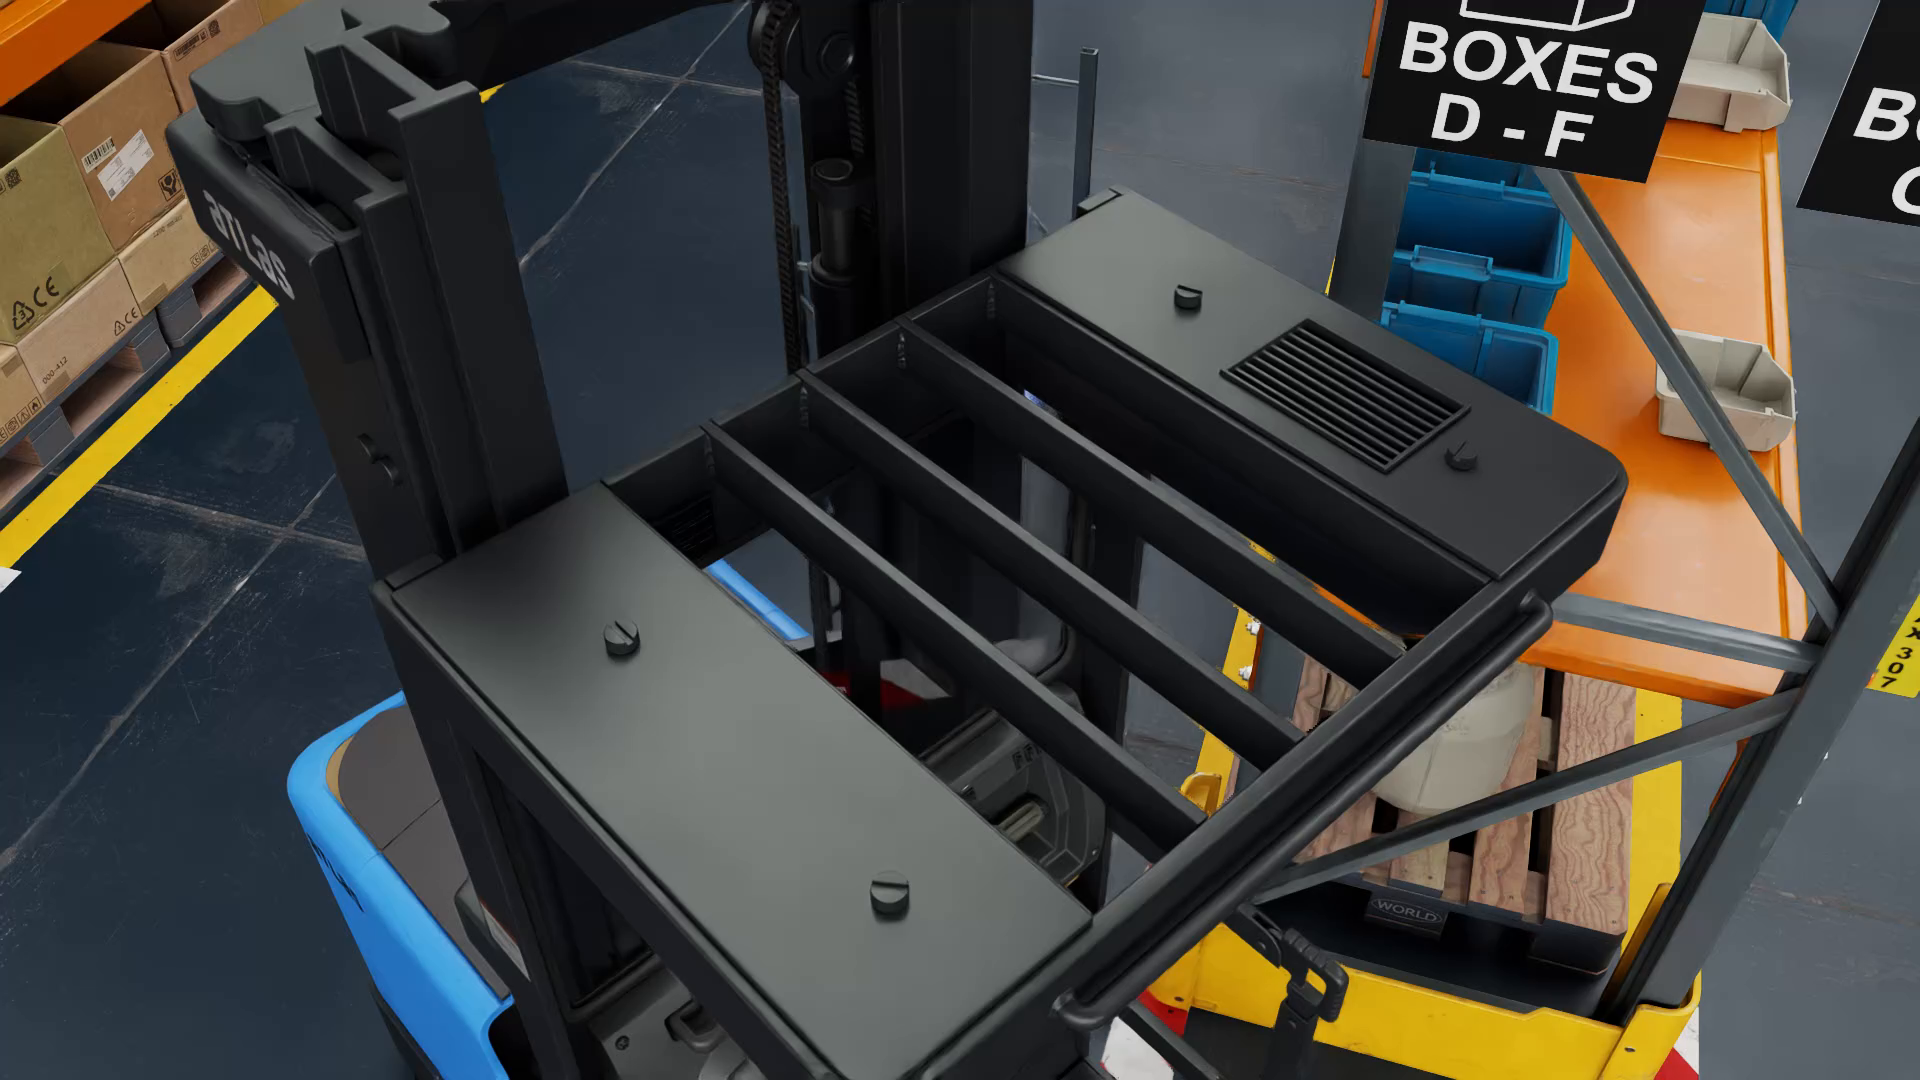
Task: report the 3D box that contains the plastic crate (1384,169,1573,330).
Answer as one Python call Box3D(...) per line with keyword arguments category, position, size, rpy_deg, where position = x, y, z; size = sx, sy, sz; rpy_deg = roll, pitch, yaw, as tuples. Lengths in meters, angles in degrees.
Box3D(category="plastic crate", position=(1.141, -0.652, 3.878), size=(0.499, 0.251, 0.408), rpy_deg=(13, 46, 13))

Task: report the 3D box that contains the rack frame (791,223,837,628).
Box3D(category="rack frame", position=(-0.180, -0.140, 4.321), size=(0.500, 1.500, 0.032), rpy_deg=(13, 46, 12))

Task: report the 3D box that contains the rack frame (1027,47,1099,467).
Box3D(category="rack frame", position=(0.128, -0.818, 5.014), size=(0.500, 1.500, 0.032), rpy_deg=(13, 46, 12))

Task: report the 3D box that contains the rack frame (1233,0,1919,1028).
Box3D(category="rack frame", position=(1.073, 0.123, 2.979), size=(1.000, 3.000, 0.127), rpy_deg=(13, 46, 13))

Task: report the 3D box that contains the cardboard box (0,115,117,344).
Box3D(category="cardboard box", position=(-3.123, -1.008, 5.265), size=(0.500, 0.500, 0.500), rpy_deg=(13, 46, 13))

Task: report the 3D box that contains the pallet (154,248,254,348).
Box3D(category="pallet", position=(-3.084, -1.261, 6.387), size=(1.003, 0.211, 1.213), rpy_deg=(13, 46, 13))

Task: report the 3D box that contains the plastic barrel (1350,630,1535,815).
Box3D(category="plastic barrel", position=(1.199, 0.408, 4.167), size=(0.421, 0.512, 0.421), rpy_deg=(0, 44, 0))

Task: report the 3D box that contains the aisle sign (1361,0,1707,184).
Box3D(category="aisle sign", position=(0.768, -0.821, 2.085), size=(0.394, 0.787, 0.004), rpy_deg=(13, 46, 13))

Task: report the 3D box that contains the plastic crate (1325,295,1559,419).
Box3D(category="plastic crate", position=(0.939, -0.220, 3.437), size=(0.499, 0.251, 0.616), rpy_deg=(13, 46, 13))

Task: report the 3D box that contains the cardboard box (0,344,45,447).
Box3D(category="cardboard box", position=(-3.272, -0.406, 5.186), size=(0.500, 0.250, 0.500), rpy_deg=(13, 46, 13))

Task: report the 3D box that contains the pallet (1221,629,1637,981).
Box3D(category="pallet", position=(1.302, 0.519, 4.569), size=(1.003, 0.211, 1.213), rpy_deg=(13, 46, 13))

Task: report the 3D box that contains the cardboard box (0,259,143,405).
Box3D(category="cardboard box", position=(-3.124, -0.740, 5.527), size=(0.500, 0.250, 0.500), rpy_deg=(13, 46, 13))

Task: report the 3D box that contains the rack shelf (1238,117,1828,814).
Box3D(category="rack shelf", position=(1.679, -0.953, 4.593), size=(1.077, 0.370, 4.000), rpy_deg=(13, 46, 13))

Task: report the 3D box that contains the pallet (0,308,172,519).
Box3D(category="pallet", position=(-3.455, -0.450, 5.559), size=(1.003, 0.211, 1.213), rpy_deg=(13, 46, 13))

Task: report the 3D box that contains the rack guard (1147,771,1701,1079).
Box3D(category="rack guard", position=(1.051, 0.956, 3.915), size=(1.175, 0.500, 0.348), rpy_deg=(13, 46, 13))

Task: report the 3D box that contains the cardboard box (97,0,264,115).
Box3D(category="cardboard box", position=(-2.815, -1.673, 5.945), size=(0.500, 0.500, 0.500), rpy_deg=(13, 46, 13))

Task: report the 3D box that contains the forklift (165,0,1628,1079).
Box3D(category="forklift", position=(0.019, 0.680, 2.459), size=(1.130, 2.935, 3.031), rpy_deg=(-33, 53, -29))

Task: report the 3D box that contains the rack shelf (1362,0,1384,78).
Box3D(category="rack shelf", position=(1.679, -2.025, 3.544), size=(1.077, 0.370, 4.000), rpy_deg=(13, 46, 13))

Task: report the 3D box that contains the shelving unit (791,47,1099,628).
Box3D(category="shelving unit", position=(-0.026, -0.479, 4.667), size=(0.538, 1.500, 1.048), rpy_deg=(13, 46, 12))

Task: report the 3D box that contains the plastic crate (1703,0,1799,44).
Box3D(category="plastic crate", position=(2.208, -1.694, 4.943), size=(0.499, 0.251, 0.616), rpy_deg=(13, 46, 13))

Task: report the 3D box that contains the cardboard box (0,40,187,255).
Box3D(category="cardboard box", position=(-2.983, -1.344, 5.608), size=(0.500, 0.500, 0.500), rpy_deg=(13, 46, 13))

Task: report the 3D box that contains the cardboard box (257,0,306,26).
Box3D(category="cardboard box", position=(-2.678, -2.010, 6.288), size=(0.500, 0.500, 0.500), rpy_deg=(13, 46, 13))

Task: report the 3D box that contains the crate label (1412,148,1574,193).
Box3D(category="crate label", position=(1.373, -1.173, 4.279), size=(0.502, 0.435, 0.616), rpy_deg=(13, 46, 13))

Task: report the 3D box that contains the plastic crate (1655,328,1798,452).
Box3D(category="plastic crate", position=(1.651, -0.311, 3.611), size=(0.298, 0.136, 0.250), rpy_deg=(13, 46, 13))

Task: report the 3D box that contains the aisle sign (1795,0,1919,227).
Box3D(category="aisle sign", position=(1.330, -0.696, 1.958), size=(0.394, 0.787, 0.004), rpy_deg=(13, 46, 13))

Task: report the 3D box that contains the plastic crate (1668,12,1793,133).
Box3D(category="plastic crate", position=(2.034, -1.313, 4.635), size=(0.530, 0.136, 0.437), rpy_deg=(13, 46, 13))

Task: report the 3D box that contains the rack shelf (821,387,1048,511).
Box3D(category="rack shelf", position=(-0.026, -0.351, 4.793), size=(0.538, 0.185, 1.000), rpy_deg=(13, 46, 12))

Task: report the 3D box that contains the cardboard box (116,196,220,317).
Box3D(category="cardboard box", position=(-2.972, -1.073, 5.868), size=(0.500, 0.250, 0.500), rpy_deg=(13, 46, 13))

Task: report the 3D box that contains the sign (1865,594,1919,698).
Box3D(category="sign", position=(1.596, 0.144, 2.760), size=(0.100, 0.325, 0.005), rpy_deg=(13, 46, 13))
